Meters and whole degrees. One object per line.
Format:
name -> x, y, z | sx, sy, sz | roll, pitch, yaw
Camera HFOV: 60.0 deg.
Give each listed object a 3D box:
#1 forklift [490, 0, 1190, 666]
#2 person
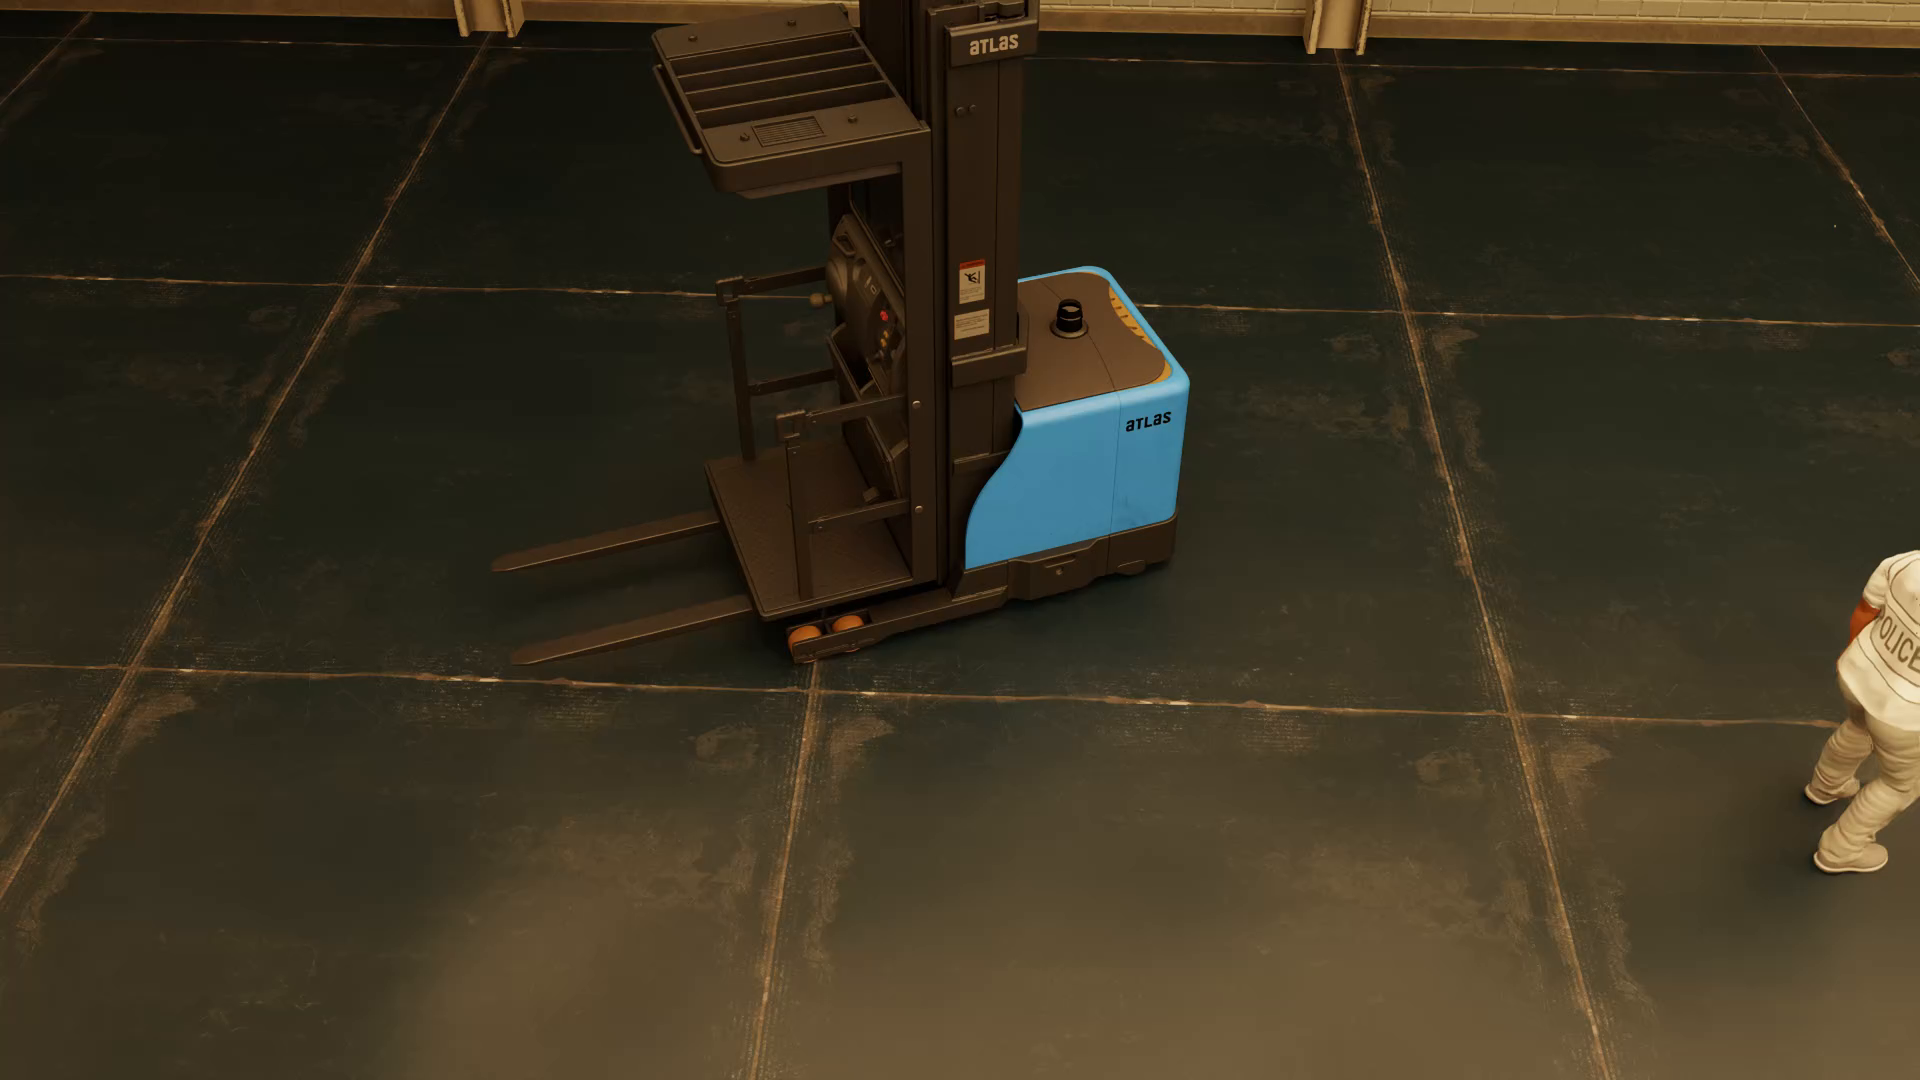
forklift -> -0.573, -0.945, 6.778 | 3.031, 2.935, 1.130 | -13, 44, -14
person -> 3.494, 0.566, 6.100 | 0.502, 1.700, 0.556 | -7, 43, -8
